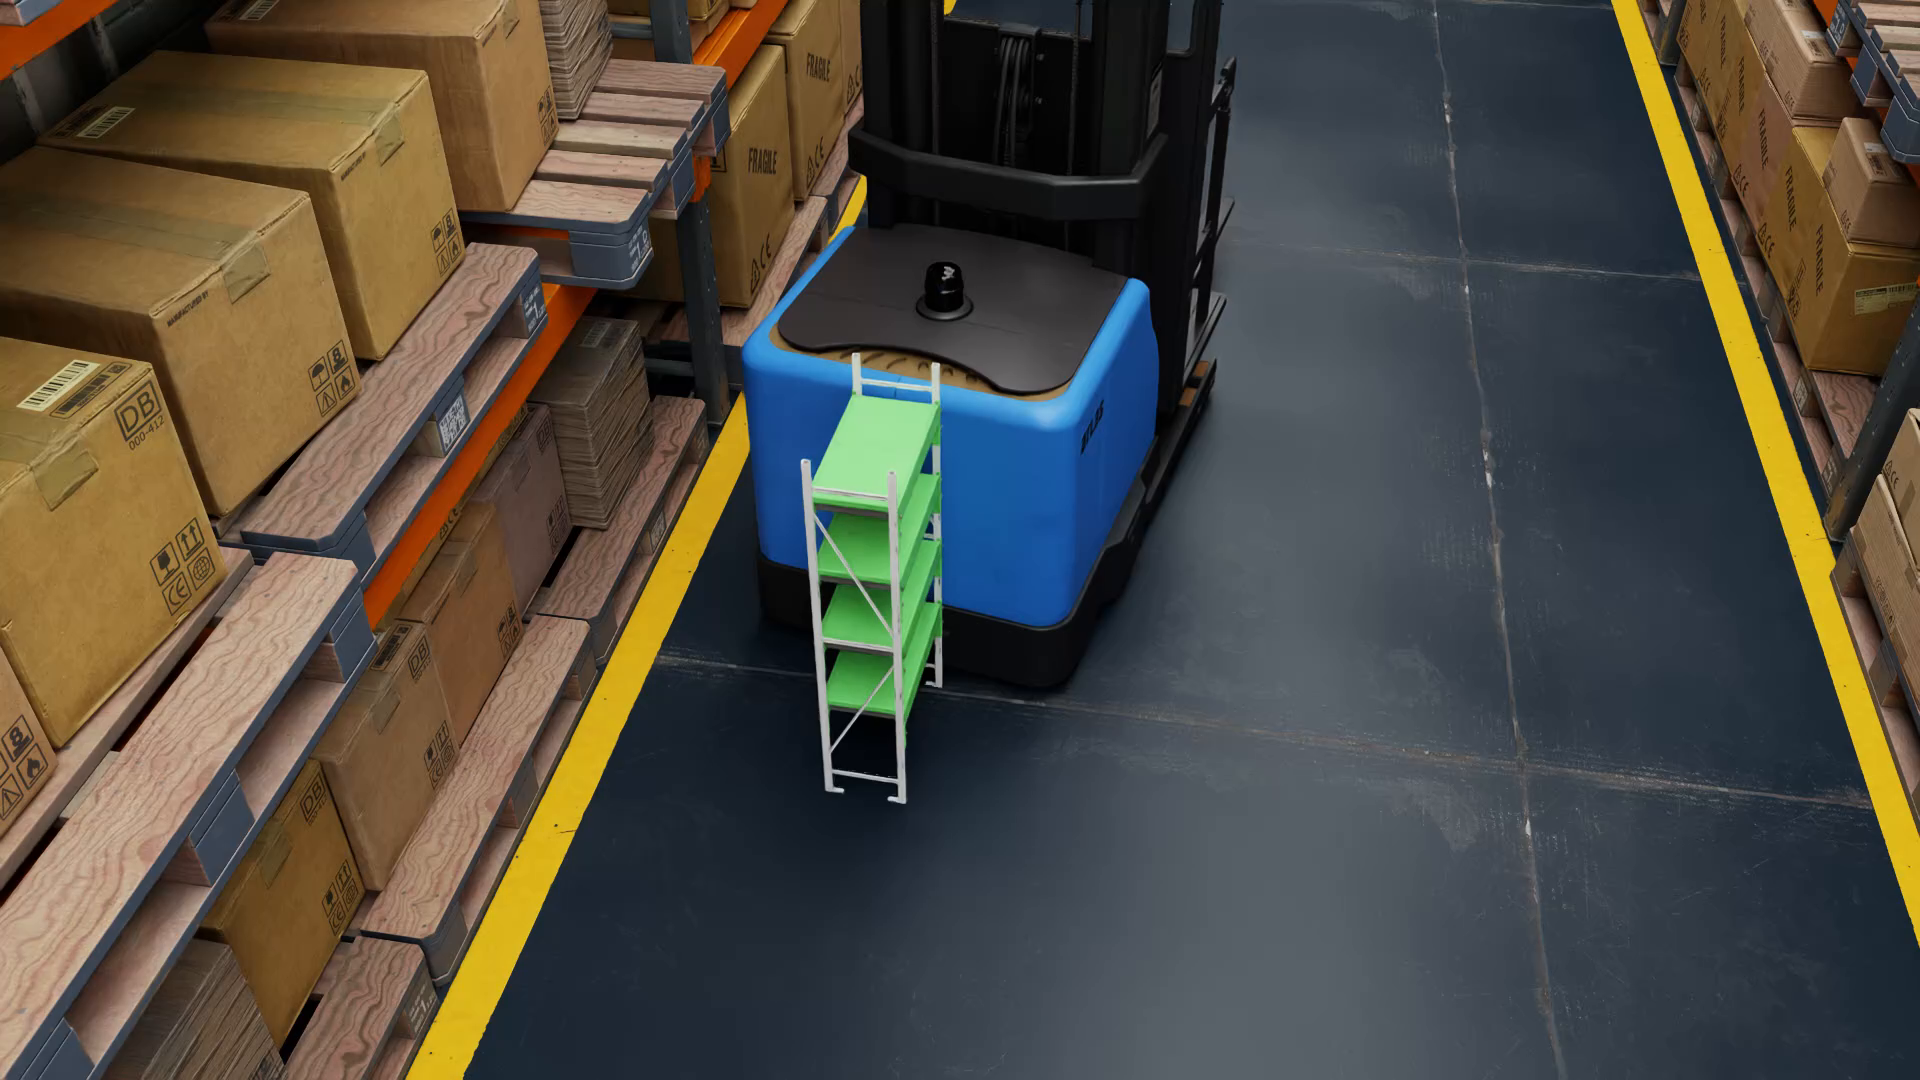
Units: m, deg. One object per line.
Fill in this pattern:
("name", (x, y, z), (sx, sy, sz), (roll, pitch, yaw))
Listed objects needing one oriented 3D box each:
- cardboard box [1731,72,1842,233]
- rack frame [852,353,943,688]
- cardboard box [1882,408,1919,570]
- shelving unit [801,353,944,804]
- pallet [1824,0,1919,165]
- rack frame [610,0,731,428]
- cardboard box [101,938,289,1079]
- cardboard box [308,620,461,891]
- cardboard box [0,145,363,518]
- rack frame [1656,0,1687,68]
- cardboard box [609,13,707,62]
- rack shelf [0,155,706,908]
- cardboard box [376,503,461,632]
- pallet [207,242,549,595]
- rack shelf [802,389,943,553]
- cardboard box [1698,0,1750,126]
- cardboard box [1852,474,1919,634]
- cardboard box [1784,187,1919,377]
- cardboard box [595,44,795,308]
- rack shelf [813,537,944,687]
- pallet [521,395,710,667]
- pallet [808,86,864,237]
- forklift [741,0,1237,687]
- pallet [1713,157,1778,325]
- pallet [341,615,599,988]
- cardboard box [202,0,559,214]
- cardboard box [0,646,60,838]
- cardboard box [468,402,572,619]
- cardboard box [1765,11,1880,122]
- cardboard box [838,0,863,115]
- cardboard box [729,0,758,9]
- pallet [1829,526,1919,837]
("cardboard box", (3.607, -1.602, 6.950), (0.500, 0.500, 0.500), (5, 40, 6))
("rack frame", (-0.173, -0.021, 4.834), (0.240, 1.200, 0.015), (8, 40, 9))
("cardboard box", (3.122, -0.150, 4.965), (0.500, 0.311, 0.500), (8, 40, 9))
("shelving unit", (-0.223, 0.131, 4.650), (0.258, 1.200, 0.503), (8, 40, 9))
("pallet", (3.550, -1.487, 5.345), (1.213, 0.211, 1.003), (6, 40, 8))
("rack frame", (-1.378, -1.672, 5.418), (1.000, 3.000, 0.127), (6, 40, 8))
("cardboard box", (-1.959, 1.169, 3.599), (0.700, 0.500, 0.500), (8, 40, 9))
("cardboard box", (-1.791, 0.523, 4.380), (0.700, 0.500, 0.500), (7, 40, 8))
("cardboard box", (-1.761, -0.452, 3.519), (0.700, 0.500, 0.500), (12, 41, 14))
("rack frame", (4.194, -3.638, 7.796), (1.000, 3.000, 0.127), (6, 40, 8))
("cardboard box", (-1.093, -1.764, 5.711), (0.380, 0.149, 0.250), (6, 40, 7))
("rack shelf", (-1.724, -0.139, 4.129), (1.077, 0.370, 4.000), (6, 40, 8))
("cardboard box", (-1.696, -0.035, 4.466), (0.500, 0.250, 0.500), (6, 40, 7))
("pallet", (-1.680, -0.351, 3.971), (1.003, 0.211, 1.213), (6, 40, 8))
("rack shelf", (-0.223, -0.190, 4.385), (0.258, 0.148, 0.480), (8, 40, 9))
("cardboard box", (3.789, -2.232, 7.712), (0.500, 0.500, 0.500), (7, 40, 8))
("cardboard box", (3.122, 0.066, 5.144), (0.500, 0.250, 0.500), (6, 40, 8))
("cardboard box", (3.432, -0.947, 6.158), (0.500, 0.500, 0.500), (8, 40, 9))
("cardboard box", (-1.121, -1.452, 6.510), (0.750, 0.750, 0.750), (6, 40, 7))
("rack shelf", (-0.223, 0.180, 4.690), (0.258, 0.148, 0.480), (8, 40, 9))
("pallet", (-1.515, -0.107, 5.714), (1.003, 0.211, 1.213), (6, 40, 8))
("pallet", (-0.954, -1.847, 7.818), (1.003, 0.211, 1.213), (6, 40, 8))
("forklift", (0.342, -1.624, 5.414), (1.130, 2.935, 3.031), (13, 41, 16))
("pallet", (3.882, -1.281, 7.134), (1.003, 0.211, 1.213), (6, 40, 8))
("pallet", (-1.728, 0.657, 4.790), (1.003, 0.211, 1.213), (6, 40, 8))
("cardboard box", (-1.519, -1.230, 4.460), (0.700, 0.500, 0.500), (3, 40, 3))
("cardboard box", (-1.948, 0.315, 2.591), (0.700, 0.500, 0.500), (7, 40, 8))
("cardboard box", (-1.655, -0.110, 5.145), (0.700, 0.500, 0.500), (6, 40, 8))
("cardboard box", (3.611, -1.914, 6.739), (0.500, 0.250, 0.500), (6, 40, 7))
("cardboard box", (-0.821, -2.535, 7.820), (0.750, 0.750, 0.750), (8, 40, 9))
("cardboard box", (-0.911, -2.078, 6.091), (0.380, 0.149, 0.250), (8, 40, 9))
("pallet", (3.321, 0.459, 5.029), (1.003, 0.211, 1.213), (6, 40, 8))
